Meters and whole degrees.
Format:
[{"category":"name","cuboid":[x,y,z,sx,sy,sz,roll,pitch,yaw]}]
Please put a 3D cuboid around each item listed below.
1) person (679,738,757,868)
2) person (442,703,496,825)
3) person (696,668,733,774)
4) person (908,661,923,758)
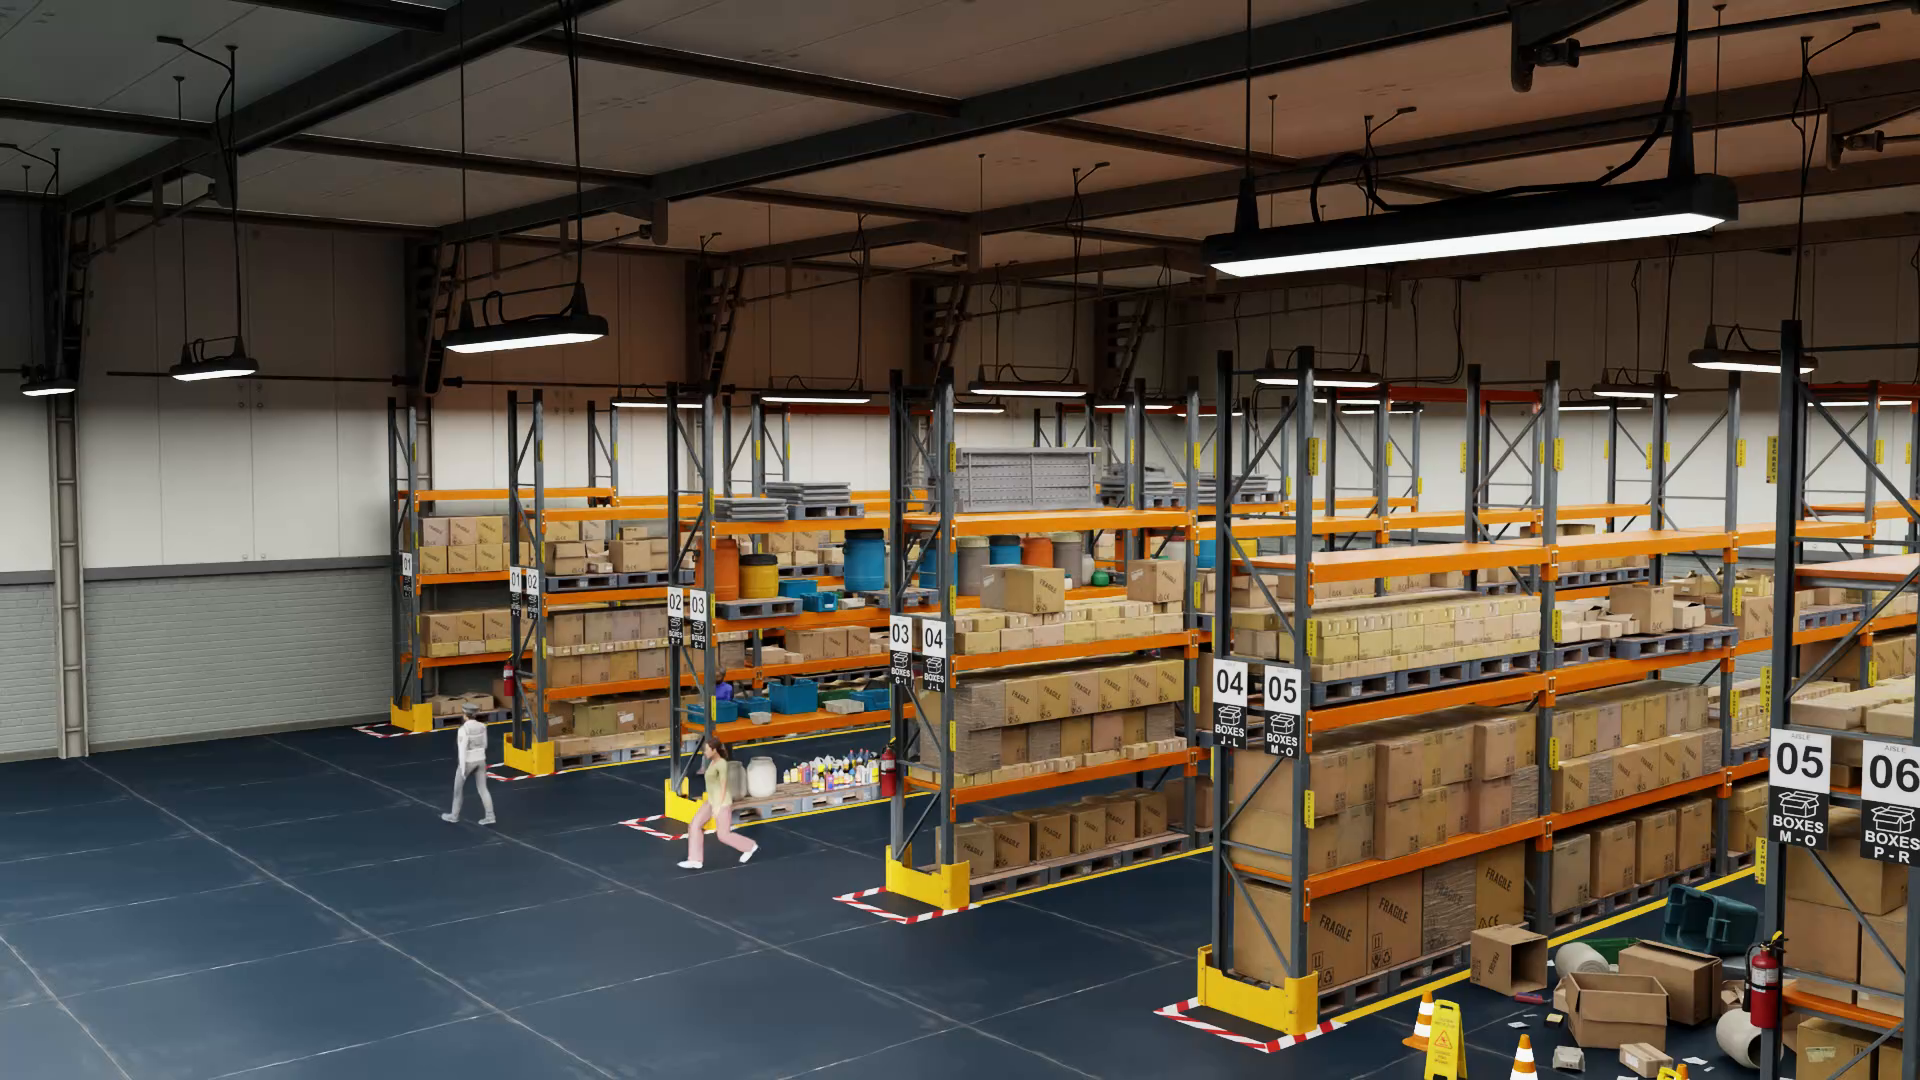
[{"category":"person","cuboid":[-2.968,3.196,20.306,1.019,1.557,0.444,-2,4,-34]},{"category":"person","cuboid":[-6.622,3.029,22.533,0.836,1.634,0.492,3,5,44]},{"category":"person","cuboid":[-3.807,2.815,26.067,0.497,1.623,0.847,0,3,8]},{"category":"person","cuboid":[-0.692,2.701,27.290,0.533,1.839,0.610,-2,4,-28]}]
